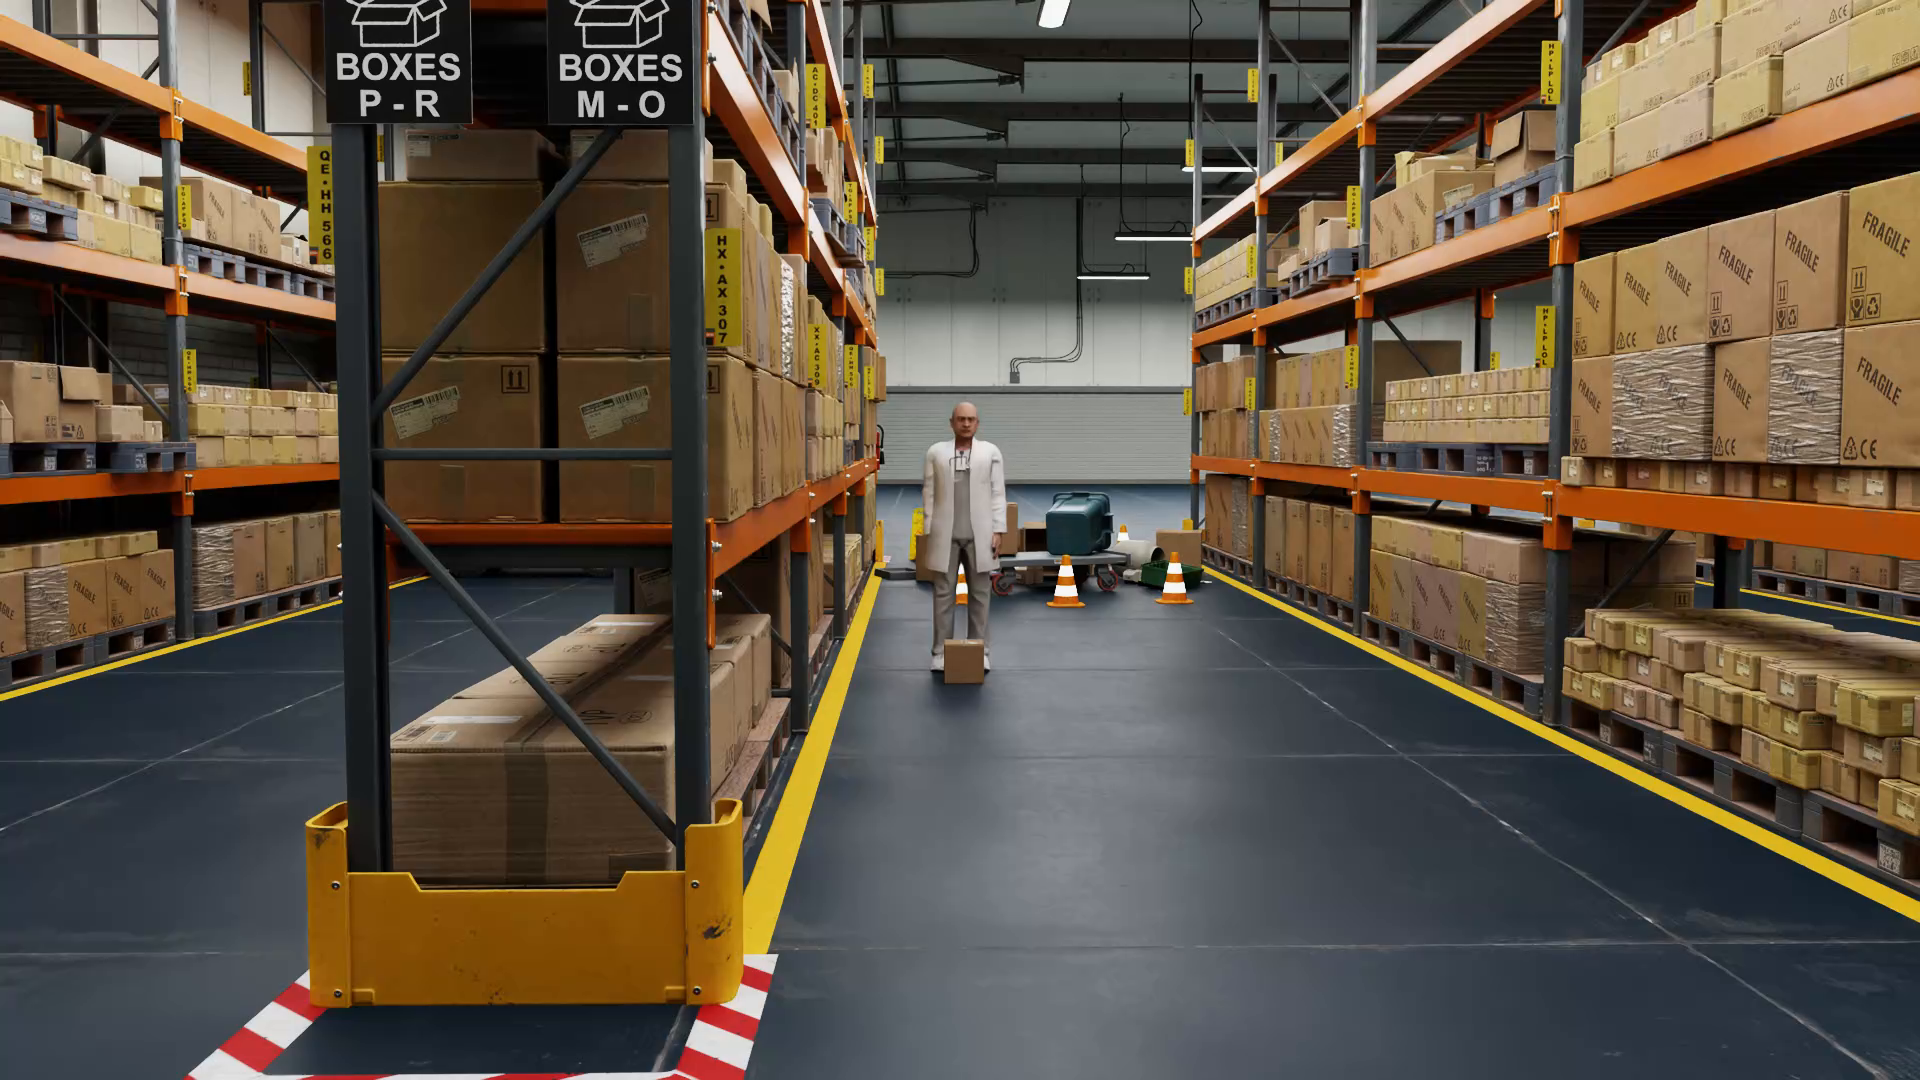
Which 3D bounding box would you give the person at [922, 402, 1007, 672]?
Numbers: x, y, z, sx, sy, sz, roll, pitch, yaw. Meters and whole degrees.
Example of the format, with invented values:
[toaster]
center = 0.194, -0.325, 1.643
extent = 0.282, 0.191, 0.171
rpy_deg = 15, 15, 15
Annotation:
[person]
center = 0.030, -0.022, 11.045
extent = 0.561, 1.781, 0.377
rpy_deg = 0, 4, 0
